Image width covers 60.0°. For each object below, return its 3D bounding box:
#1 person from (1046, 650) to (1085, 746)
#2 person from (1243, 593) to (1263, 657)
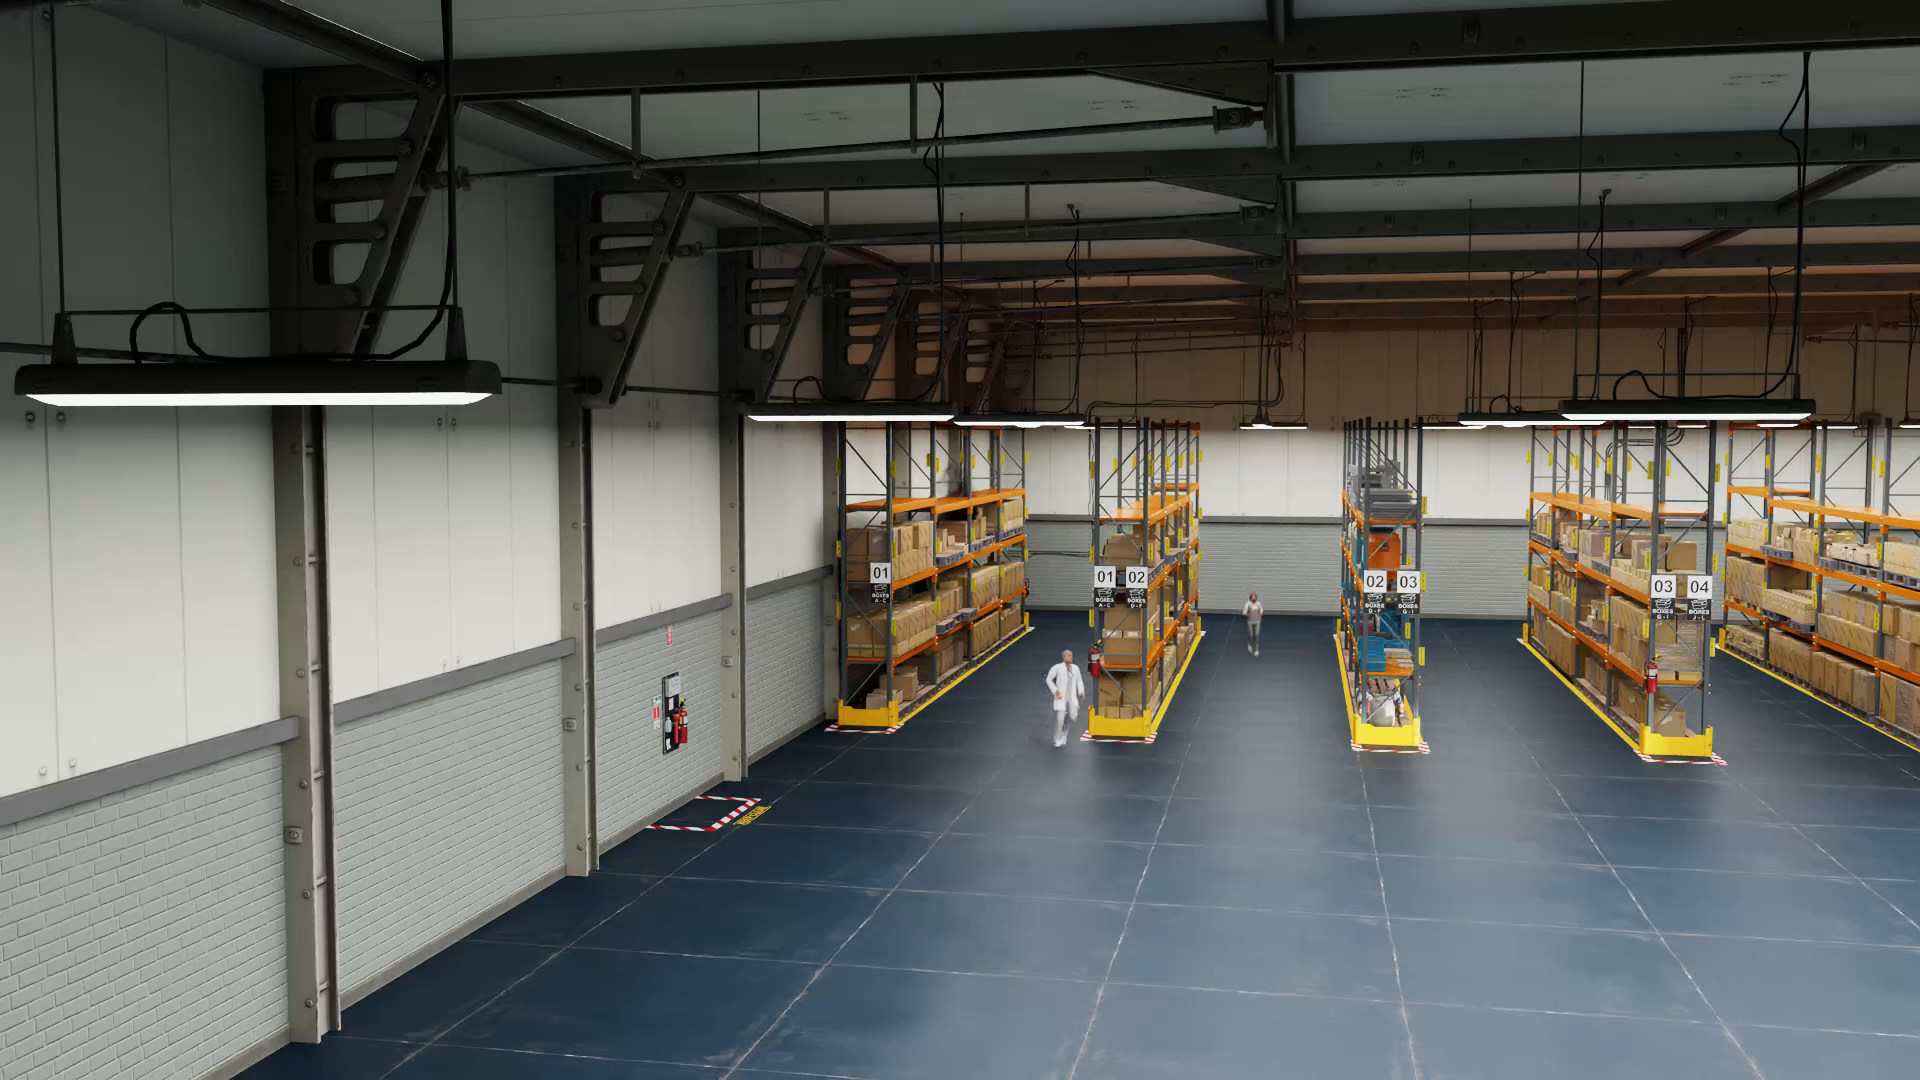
[{"bbox_3d":[1.954,2.895,30.412,0.769,1.724,0.588,-1,4,-17],"label":"person"},{"bbox_3d":[7.507,2.142,42.577,0.537,1.596,0.877,0,4,1],"label":"person"}]
